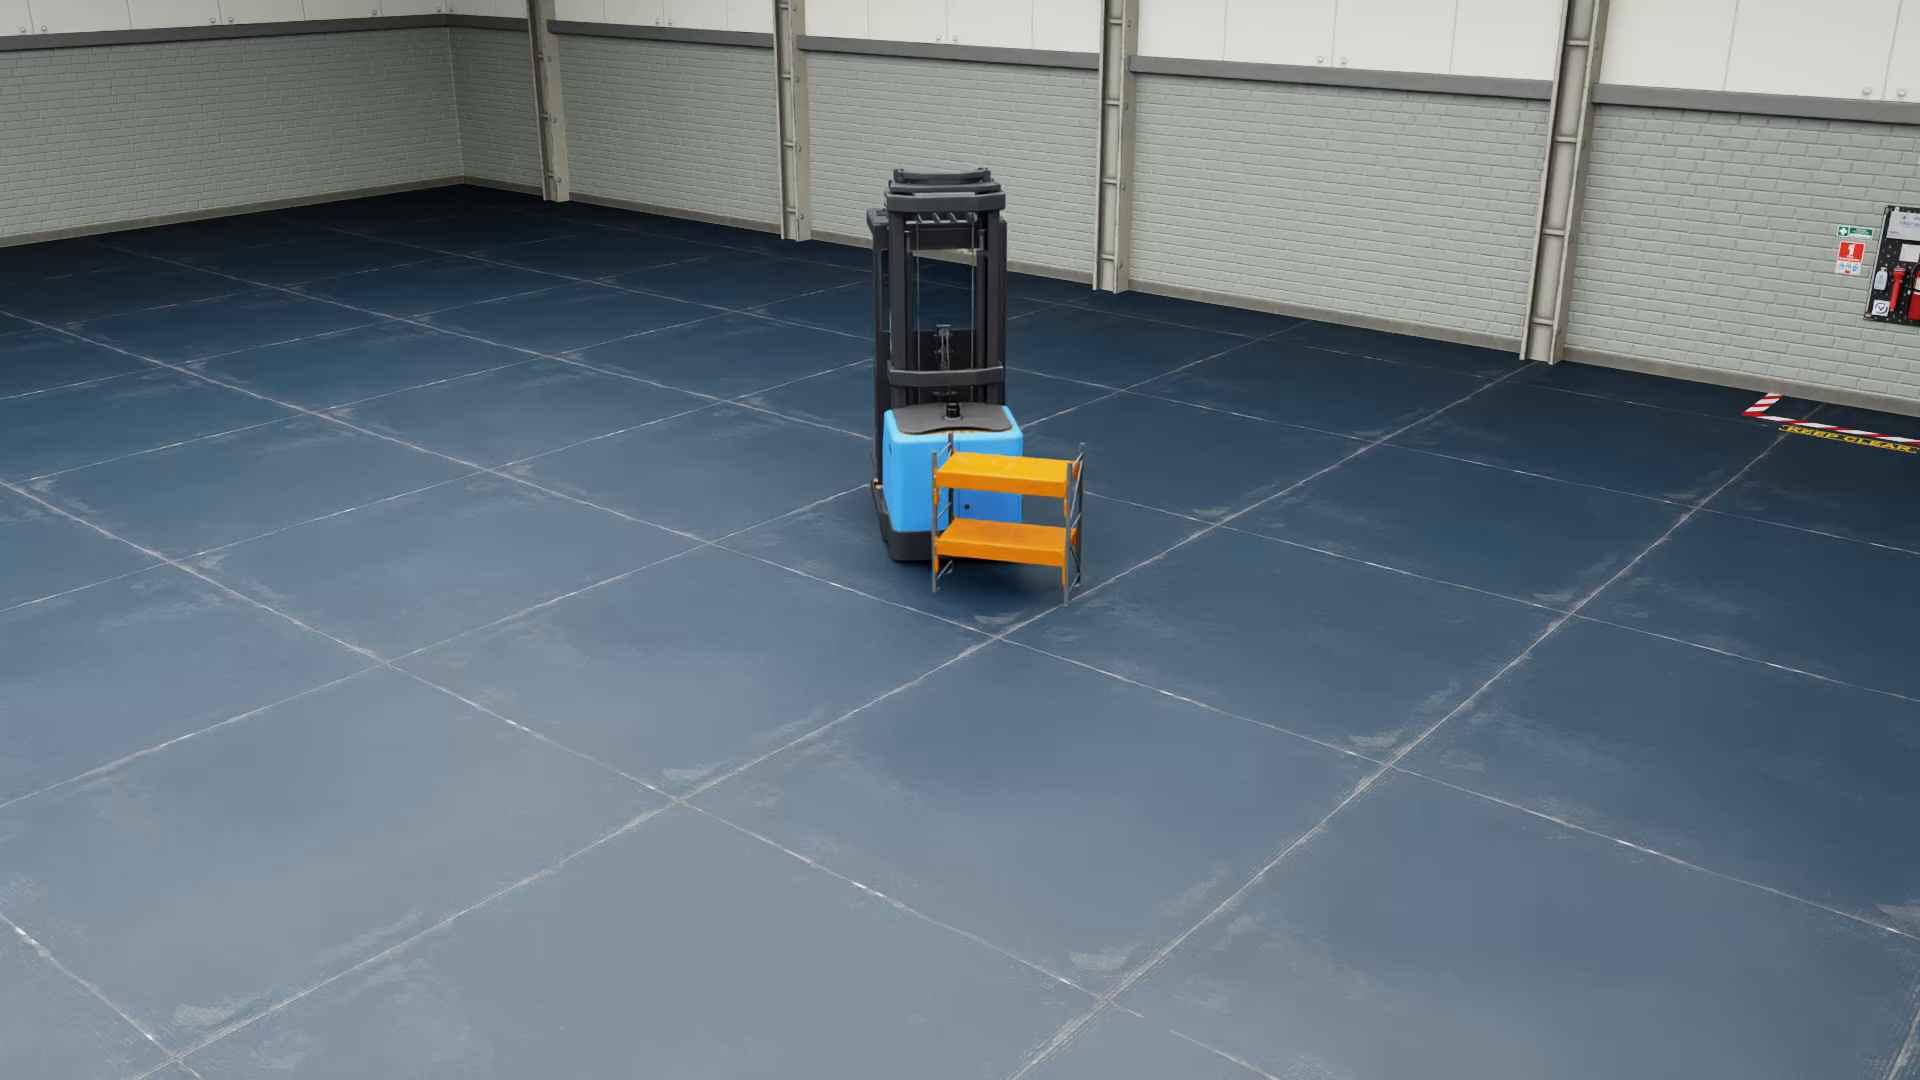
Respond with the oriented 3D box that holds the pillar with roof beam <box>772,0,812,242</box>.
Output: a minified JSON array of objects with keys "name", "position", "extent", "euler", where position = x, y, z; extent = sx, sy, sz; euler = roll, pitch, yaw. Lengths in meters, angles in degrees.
[{"name":"pillar with roof beam","position":[-5.306,-7.801,21.600],"extent":[0.400,9.000,9.100],"euler":[16,26,36]}]

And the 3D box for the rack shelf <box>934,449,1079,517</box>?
[{"name":"rack shelf","position":[0.360,-0.434,12.395],"extent":[1.000,0.278,0.538],"euler":[6,21,14]}]

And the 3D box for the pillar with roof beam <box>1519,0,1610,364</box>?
[{"name":"pillar with roof beam","position":[3.990,-5.123,14.501],"extent":[0.400,9.000,9.100],"euler":[16,26,36]}]

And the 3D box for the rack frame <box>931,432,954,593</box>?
[{"name":"rack frame","position":[-0.130,-0.208,12.625],"extent":[0.032,1.125,0.500],"euler":[6,21,14]}]

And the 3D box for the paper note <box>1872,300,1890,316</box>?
[{"name":"paper note","position":[9.377,-2.362,16.930],"extent":[0.142,0.148,0.016],"euler":[16,26,36]}]

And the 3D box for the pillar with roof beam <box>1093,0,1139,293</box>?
[{"name":"pillar with roof beam","position":[-0.658,-6.462,18.050],"extent":[0.400,9.000,9.100],"euler":[16,26,36]}]

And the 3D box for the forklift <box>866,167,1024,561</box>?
[{"name":"forklift","position":[-0.195,-1.690,13.997],"extent":[1.130,2.935,3.031],"euler":[-3,21,-7]}]

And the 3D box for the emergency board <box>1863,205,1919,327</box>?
[{"name":"emergency board","position":[9.470,-2.716,16.620],"extent":[0.643,1.169,0.194],"euler":[16,26,36]}]

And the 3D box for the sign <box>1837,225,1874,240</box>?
[{"name":"sign","position":[9.105,-3.129,16.913],"extent":[0.331,0.109,0.001],"euler":[16,26,36]}]

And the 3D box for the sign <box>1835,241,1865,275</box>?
[{"name":"sign","position":[9.107,-2.884,17.015],"extent":[0.234,0.329,0.001],"euler":[16,26,36]}]

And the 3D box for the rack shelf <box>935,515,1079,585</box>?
[{"name":"rack shelf","position":[0.360,0.069,12.584],"extent":[1.000,0.278,0.538],"euler":[6,21,14]}]

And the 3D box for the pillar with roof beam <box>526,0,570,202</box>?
[{"name":"pillar with roof beam","position":[-9.955,-9.139,25.150],"extent":[0.400,9.000,9.100],"euler":[16,26,36]}]

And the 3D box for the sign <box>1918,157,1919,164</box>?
[{"name":"sign","position":[9.527,-3.830,16.288],"extent":[0.199,0.298,0.001],"euler":[16,26,36]}]

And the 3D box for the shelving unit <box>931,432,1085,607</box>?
[{"name":"shelving unit","position":[0.360,-0.160,12.498],"extent":[1.048,1.125,0.538],"euler":[6,21,14]}]

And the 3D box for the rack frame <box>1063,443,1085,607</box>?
[{"name":"rack frame","position":[0.850,-0.112,12.371],"extent":[0.032,1.125,0.500],"euler":[6,21,14]}]
